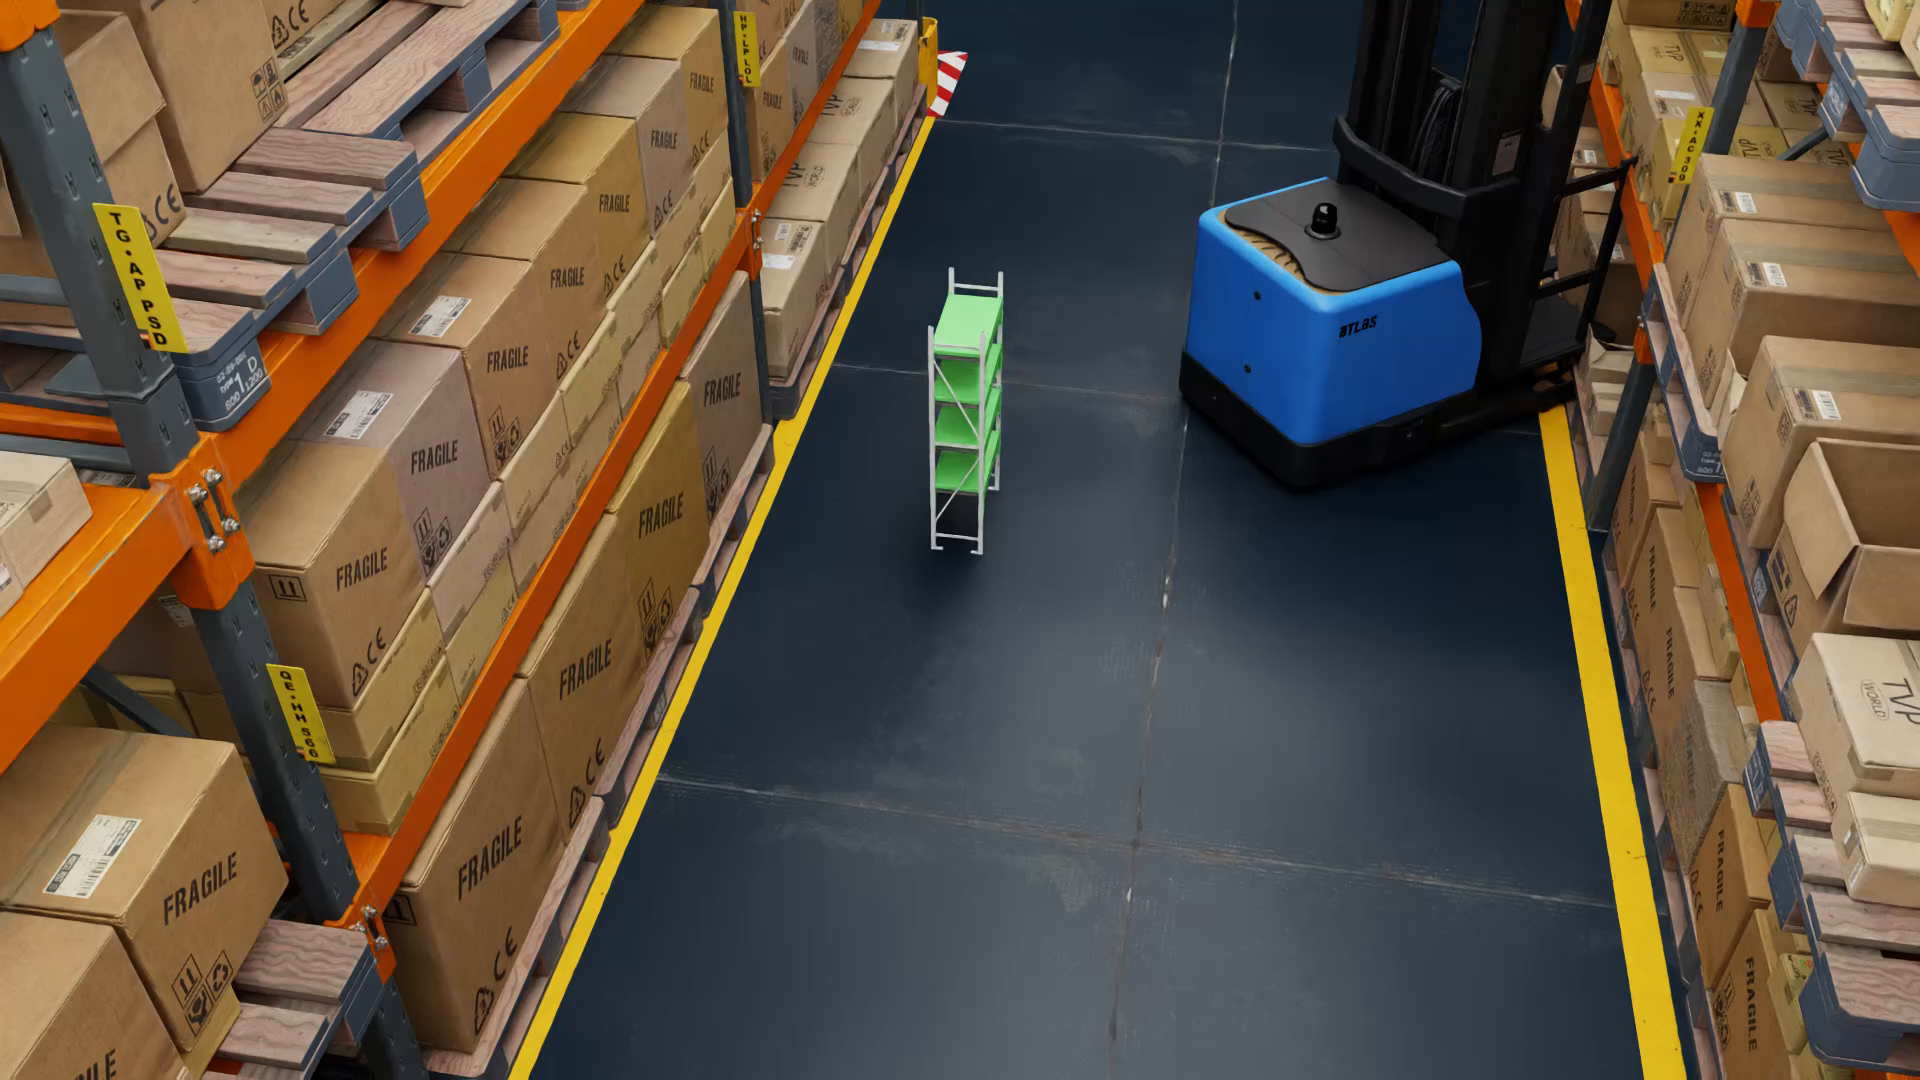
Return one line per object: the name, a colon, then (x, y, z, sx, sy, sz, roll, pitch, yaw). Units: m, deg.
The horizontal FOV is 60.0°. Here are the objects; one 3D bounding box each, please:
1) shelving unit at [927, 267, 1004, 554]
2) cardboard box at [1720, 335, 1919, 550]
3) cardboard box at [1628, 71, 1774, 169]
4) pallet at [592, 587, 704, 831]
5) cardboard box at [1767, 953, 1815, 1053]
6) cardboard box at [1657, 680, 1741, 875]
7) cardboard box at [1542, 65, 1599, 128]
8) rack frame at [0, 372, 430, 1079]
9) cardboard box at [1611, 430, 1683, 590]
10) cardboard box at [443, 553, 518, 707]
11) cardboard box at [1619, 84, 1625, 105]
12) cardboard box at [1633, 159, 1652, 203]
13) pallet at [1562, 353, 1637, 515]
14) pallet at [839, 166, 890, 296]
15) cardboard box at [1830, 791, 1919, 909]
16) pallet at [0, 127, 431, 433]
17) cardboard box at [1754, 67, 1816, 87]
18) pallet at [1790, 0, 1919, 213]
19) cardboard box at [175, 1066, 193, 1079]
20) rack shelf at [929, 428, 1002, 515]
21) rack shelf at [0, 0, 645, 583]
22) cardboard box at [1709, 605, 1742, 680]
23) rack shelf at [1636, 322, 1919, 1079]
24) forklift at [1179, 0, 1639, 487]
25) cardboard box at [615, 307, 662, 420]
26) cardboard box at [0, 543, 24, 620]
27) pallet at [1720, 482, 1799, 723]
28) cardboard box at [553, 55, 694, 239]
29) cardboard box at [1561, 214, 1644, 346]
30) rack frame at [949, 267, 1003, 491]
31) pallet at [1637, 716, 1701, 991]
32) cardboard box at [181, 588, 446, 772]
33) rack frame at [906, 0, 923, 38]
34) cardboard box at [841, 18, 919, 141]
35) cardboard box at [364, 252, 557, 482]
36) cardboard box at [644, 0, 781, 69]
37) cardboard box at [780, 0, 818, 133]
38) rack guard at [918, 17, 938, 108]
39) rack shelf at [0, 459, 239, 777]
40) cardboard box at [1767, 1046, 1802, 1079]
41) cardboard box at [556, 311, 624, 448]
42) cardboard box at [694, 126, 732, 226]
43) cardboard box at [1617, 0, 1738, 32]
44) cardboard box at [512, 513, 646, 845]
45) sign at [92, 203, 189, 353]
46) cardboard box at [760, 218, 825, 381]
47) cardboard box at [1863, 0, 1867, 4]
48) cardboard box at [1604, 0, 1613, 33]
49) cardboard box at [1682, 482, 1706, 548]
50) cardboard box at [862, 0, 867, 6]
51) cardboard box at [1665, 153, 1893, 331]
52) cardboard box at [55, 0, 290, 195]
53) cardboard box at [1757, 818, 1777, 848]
shelving unit: (0.029, -0.566, 7.493, 0.258, 1.200, 0.503, 6, 40, 8)
cardboard box: (2.916, -0.283, 5.330, 0.700, 0.500, 0.500, 6, 40, 7)
cardboard box: (3.365, -1.898, 7.576, 0.500, 0.250, 0.500, 7, 40, 8)
pallet: (-1.712, 0.611, 6.845, 1.003, 0.211, 1.213, 6, 40, 8)
cardboard box: (2.606, 1.370, 4.862, 0.380, 0.149, 0.250, 4, 40, 5)
cardboard box: (2.871, 0.874, 5.971, 0.500, 0.500, 0.500, 5, 40, 6)
cardboard box: (3.938, -2.516, 10.068, 0.797, 0.503, 0.637, 5, 40, 6)
rack frame: (-2.137, 0.786, 4.445, 1.000, 3.000, 0.127, 6, 40, 8)
cardboard box: (3.140, -0.099, 7.148, 0.500, 0.500, 0.500, 8, 40, 10)
cardboard box: (-1.733, 0.241, 5.223, 0.500, 0.250, 0.500, 5, 40, 6)
cardboard box: (3.536, -2.277, 8.347, 0.380, 0.149, 0.250, 6, 40, 8)
cardboard box: (3.296, -1.642, 7.579, 0.380, 0.149, 0.250, 7, 40, 9)
pallet: (3.565, -0.535, 8.232, 1.003, 0.211, 1.213, 6, 40, 8)
pallet: (-1.027, -1.886, 9.865, 1.003, 0.211, 1.213, 6, 40, 8)
cardboard box: (2.489, 0.812, 4.282, 0.380, 0.149, 0.250, 7, 40, 8)
pallet: (-2.077, -0.707, 4.045, 1.213, 0.211, 1.003, 8, 40, 10)
cardboard box: (3.968, -2.156, 7.888, 0.500, 0.250, 0.500, 7, 40, 9)
pallet: (3.087, -1.210, 4.653, 1.213, 0.211, 1.003, 6, 40, 8)
cardboard box: (-1.936, 1.292, 3.701, 0.380, 0.149, 0.250, 6, 40, 7)
rack shelf: (0.029, -0.332, 7.687, 0.258, 0.148, 0.480, 6, 40, 8)
rack shelf: (-1.790, -1.348, 5.236, 1.077, 0.370, 4.000, 6, 40, 8)
cardboard box: (2.957, 0.395, 6.042, 0.380, 0.149, 0.250, 8, 40, 9)
rack shelf: (3.099, 0.353, 5.533, 1.077, 0.370, 4.000, 6, 40, 8)
forklift: (2.672, -2.059, 7.940, 3.031, 2.935, 1.130, -19, 43, -22)
cardboard box: (-1.469, -0.723, 6.388, 0.500, 0.250, 0.500, 5, 40, 6)
cardboard box: (-2.019, 0.105, 3.112, 0.380, 0.149, 0.250, 6, 40, 8)
pallet: (3.085, 0.184, 5.324, 1.003, 0.211, 1.213, 6, 40, 8)
cardboard box: (-1.357, -1.514, 6.364, 0.500, 0.500, 0.500, 7, 40, 9)
cardboard box: (3.572, -1.331, 8.638, 0.700, 0.500, 0.500, 5, 40, 6)
rack frame: (0.071, -0.719, 7.679, 0.240, 1.200, 0.015, 6, 40, 8)
pallet: (3.133, 1.178, 6.159, 1.003, 0.211, 1.213, 6, 40, 8)
cardboard box: (-1.806, 0.361, 4.685, 0.500, 0.250, 0.500, 6, 40, 7)
rack frame: (-0.752, -4.234, 10.517, 1.000, 3.000, 0.127, 6, 40, 8)
cardboard box: (-0.768, -2.984, 10.686, 0.875, 0.438, 0.875, 5, 40, 6)
cardboard box: (-1.629, -0.556, 5.205, 0.500, 0.500, 0.500, 7, 40, 9)
cardboard box: (-1.123, -2.420, 7.460, 0.500, 0.500, 0.500, 7, 40, 8)
cardboard box: (-1.014, -2.344, 8.152, 0.500, 0.500, 0.500, 7, 40, 8)
rack guard: (-0.748, -3.286, 11.332, 1.175, 0.500, 0.348, 6, 40, 8)
rack shelf: (-2.483, 1.163, 2.200, 1.077, 0.370, 4.000, 6, 40, 8)
cardboard box: (2.614, 1.844, 4.798, 0.500, 0.500, 0.500, 7, 40, 9)
cardboard box: (-1.516, -0.592, 5.837, 0.500, 0.250, 0.500, 7, 40, 8)
cardboard box: (-1.281, -1.555, 7.003, 0.500, 0.250, 0.500, 6, 40, 8)
cardboard box: (3.534, -2.839, 8.125, 0.500, 0.500, 0.500, 7, 40, 9)
cardboard box: (-1.777, 0.460, 6.178, 0.875, 0.875, 0.875, 7, 40, 8)
sign: (-1.602, -0.508, 3.250, 0.100, 0.325, 0.005, 6, 40, 8)
cardboard box: (-1.230, -1.281, 8.626, 0.875, 0.438, 0.875, 6, 40, 7)
cardboard box: (2.827, -1.654, 4.831, 0.380, 0.149, 0.250, 6, 40, 7)
cardboard box: (3.622, -2.856, 8.735, 0.500, 0.250, 0.500, 6, 40, 7)
cardboard box: (3.116, -0.087, 6.624, 0.380, 0.149, 0.250, 4, 40, 5)
cardboard box: (-0.756, -3.304, 9.313, 0.500, 0.500, 0.500, 7, 40, 9)
cardboard box: (3.141, -1.101, 6.319, 0.700, 0.500, 0.500, 7, 40, 9)
cardboard box: (-2.152, -1.212, 4.100, 0.700, 0.500, 0.500, 5, 40, 5)
cardboard box: (2.828, 0.893, 5.439, 0.380, 0.149, 0.250, 6, 40, 7)
